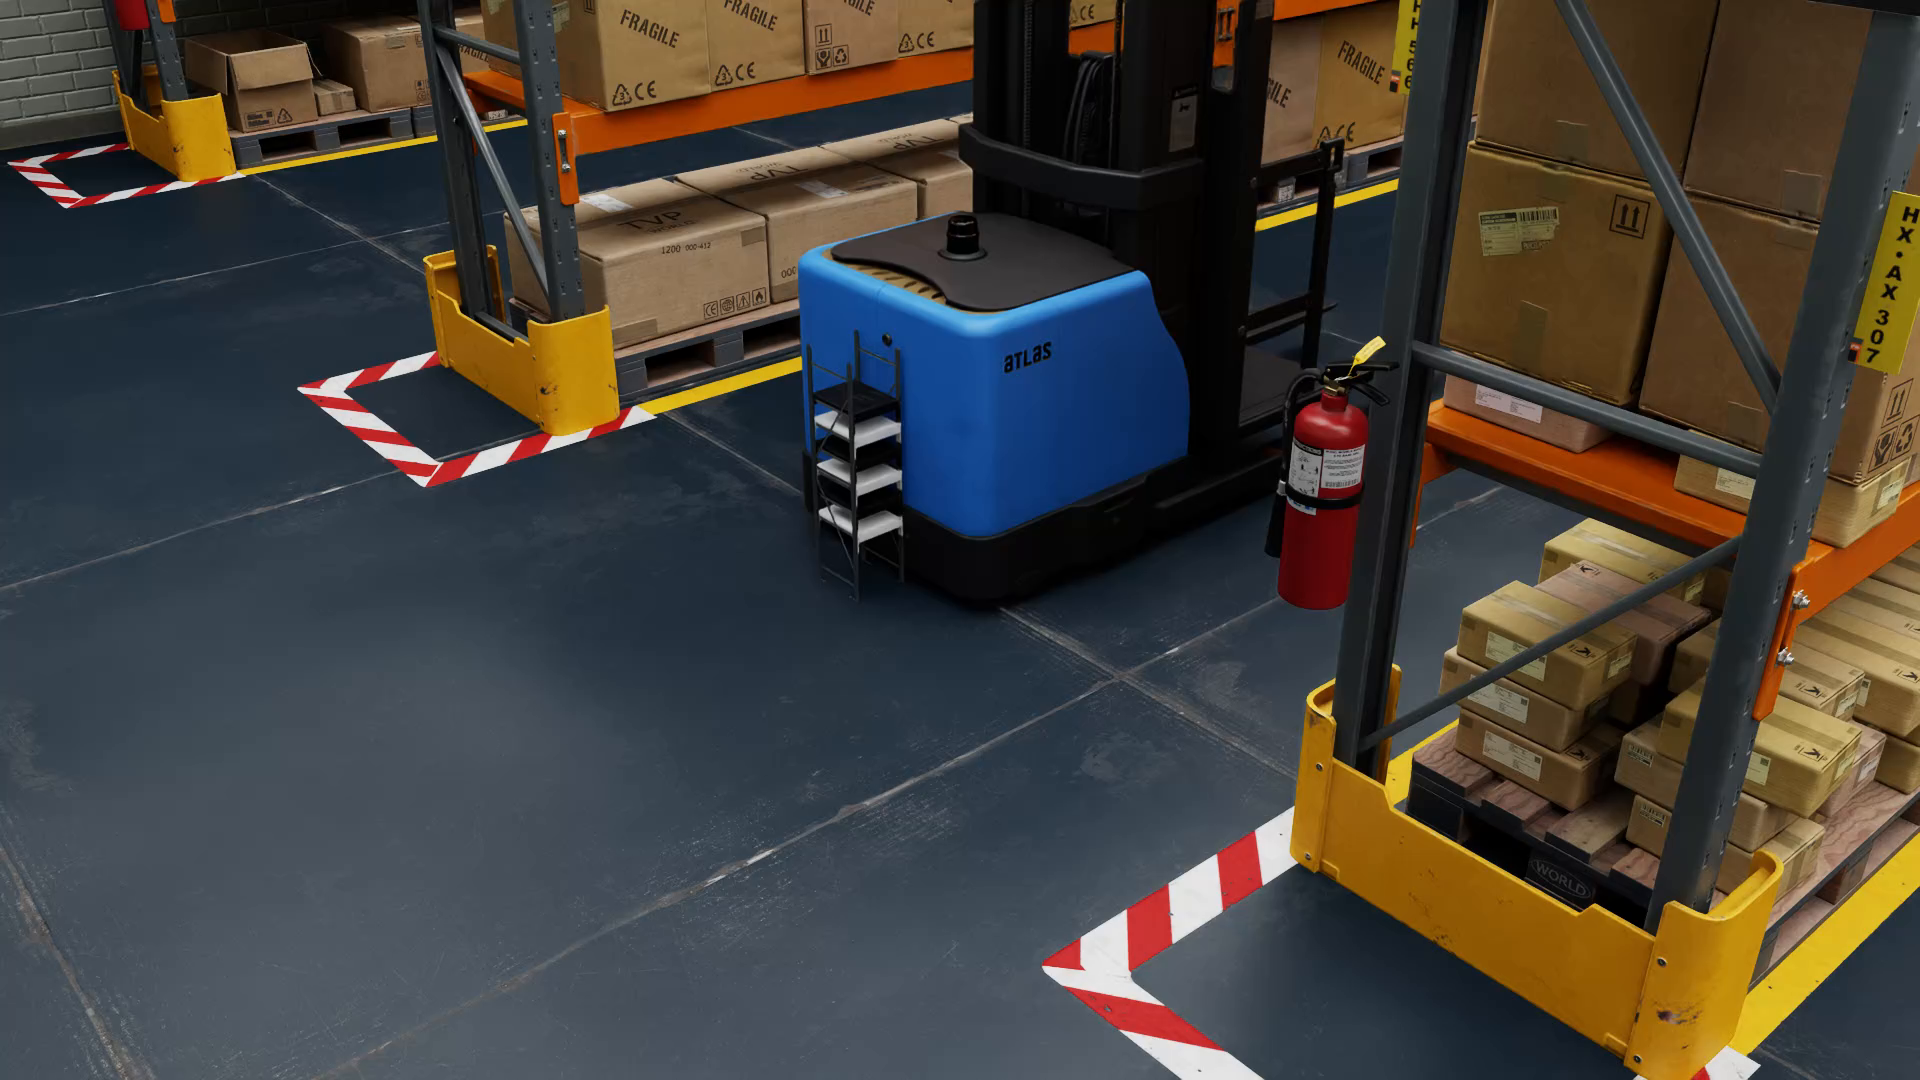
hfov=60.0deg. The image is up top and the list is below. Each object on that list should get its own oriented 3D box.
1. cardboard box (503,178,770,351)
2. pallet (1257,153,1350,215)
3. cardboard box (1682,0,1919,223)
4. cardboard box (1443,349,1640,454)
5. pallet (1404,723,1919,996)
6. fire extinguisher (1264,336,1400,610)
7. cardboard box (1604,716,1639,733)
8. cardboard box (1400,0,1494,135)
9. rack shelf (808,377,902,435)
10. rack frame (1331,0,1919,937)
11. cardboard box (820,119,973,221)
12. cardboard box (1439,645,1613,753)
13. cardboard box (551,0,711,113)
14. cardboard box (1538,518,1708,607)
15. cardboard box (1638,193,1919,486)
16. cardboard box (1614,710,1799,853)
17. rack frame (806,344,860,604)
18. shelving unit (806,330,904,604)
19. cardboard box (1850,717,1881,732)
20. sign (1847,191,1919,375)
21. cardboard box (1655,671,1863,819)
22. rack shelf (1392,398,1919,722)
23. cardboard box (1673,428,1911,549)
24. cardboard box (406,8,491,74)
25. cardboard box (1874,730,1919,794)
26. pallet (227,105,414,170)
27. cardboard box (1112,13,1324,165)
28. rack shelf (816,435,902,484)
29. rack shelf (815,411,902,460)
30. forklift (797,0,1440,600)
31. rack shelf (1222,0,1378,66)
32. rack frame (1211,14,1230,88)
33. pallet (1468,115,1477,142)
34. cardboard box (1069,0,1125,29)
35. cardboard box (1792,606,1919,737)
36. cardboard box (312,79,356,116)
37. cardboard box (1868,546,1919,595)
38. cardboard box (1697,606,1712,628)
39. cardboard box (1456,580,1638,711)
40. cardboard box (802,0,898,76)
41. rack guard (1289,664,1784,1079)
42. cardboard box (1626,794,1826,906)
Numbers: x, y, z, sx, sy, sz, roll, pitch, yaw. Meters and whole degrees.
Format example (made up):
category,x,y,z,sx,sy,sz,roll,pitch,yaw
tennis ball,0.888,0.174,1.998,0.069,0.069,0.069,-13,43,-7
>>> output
category,x,y,z,sx,sy,sz,roll,pitch,yaw
cardboard box,-1.510,-1.314,7.799,0.875,0.438,0.875,-23,36,-37
pallet,1.633,-2.278,10.289,1.213,0.211,1.003,-22,35,-35
cardboard box,1.856,-0.936,3.336,0.500,0.500,0.500,-22,35,-35
cardboard box,1.407,-0.367,4.021,0.250,0.149,0.380,-22,35,-35
pallet,2.041,0.694,4.728,1.213,0.211,1.003,-22,35,-35
fire extinguisher,0.851,-0.167,3.858,0.183,0.674,0.296,-22,35,-35
cardboard box,1.737,0.444,4.815,0.250,0.149,0.380,-21,34,-33
cardboard box,2.878,-3.264,10.983,0.875,0.875,0.875,-21,35,-34
rack shelf,-0.357,-0.457,5.649,0.200,0.077,0.258,-23,35,-36
rack frame,1.342,-0.277,3.586,0.127,3.000,1.000,-22,35,-35
cardboard box,-0.133,-1.872,8.844,0.875,0.438,0.875,-23,36,-36
cardboard box,1.558,0.400,4.582,0.250,0.149,0.380,-23,36,-36
cardboard box,-1.396,-2.109,6.908,0.500,0.500,0.500,-22,35,-35
cardboard box,1.923,0.099,4.831,0.250,0.149,0.380,-23,36,-36
cardboard box,1.863,-0.491,3.564,0.500,0.500,0.500,-20,34,-33
cardboard box,1.907,0.596,4.217,0.250,0.149,0.380,-20,34,-33
rack frame,-0.433,-0.217,5.701,0.006,0.900,0.240,-23,35,-36
shelving unit,-0.357,-0.248,5.760,0.210,0.900,0.258,-23,35,-36
cardboard box,2.281,0.425,4.535,0.250,0.149,0.380,-21,35,-34
sign,1.694,-0.464,3.018,0.005,0.325,0.100,-22,35,-35
cardboard box,1.961,0.494,4.091,0.250,0.149,0.380,-24,36,-37
rack shelf,2.864,-0.572,4.900,4.000,0.370,1.077,-22,35,-35
cardboard box,1.801,-0.148,3.611,0.250,0.149,0.380,-22,35,-35
cardboard box,-3.503,-3.409,11.653,0.500,0.500,0.500,-21,35,-34
cardboard box,2.544,0.523,4.668,0.250,0.149,0.380,-21,35,-34
pallet,-4.508,-2.837,11.335,1.213,0.211,1.003,-22,35,-35
cardboard box,1.515,-2.711,9.949,0.875,0.875,0.875,-21,34,-33
rack shelf,-0.357,-0.298,5.733,0.200,0.077,0.258,-23,35,-36
rack shelf,-0.357,-0.378,5.691,0.200,0.077,0.258,-23,35,-36
forklift,0.846,-1.658,6.242,3.031,2.935,1.130,-23,35,-36
rack shelf,2.617,-3.539,10.454,4.000,0.370,1.077,-22,35,-35
rack frame,1.095,-3.245,9.139,0.127,3.000,1.000,-22,35,-35
pallet,3.490,-3.024,11.685,1.213,0.211,1.003,-22,35,-35
cardboard box,0.521,-2.896,8.380,0.500,0.500,0.500,-23,36,-36
cardboard box,2.368,0.336,4.387,0.250,0.149,0.380,-22,35,-35
cardboard box,-4.297,-2.997,11.254,0.250,0.149,0.380,-24,36,-37
cardboard box,2.720,0.149,4.737,0.250,0.149,0.380,-20,34,-33
cardboard box,1.953,0.240,4.881,0.250,0.149,0.380,-24,36,-37
cardboard box,1.580,0.280,4.492,0.250,0.149,0.380,-21,35,-34
cardboard box,-0.631,-2.423,7.495,0.500,0.500,0.500,-22,35,-35
rack guard,1.400,0.802,4.219,0.348,0.500,1.175,-22,35,-35
cardboard box,1.948,0.750,4.244,0.250,0.149,0.380,-21,35,-34
